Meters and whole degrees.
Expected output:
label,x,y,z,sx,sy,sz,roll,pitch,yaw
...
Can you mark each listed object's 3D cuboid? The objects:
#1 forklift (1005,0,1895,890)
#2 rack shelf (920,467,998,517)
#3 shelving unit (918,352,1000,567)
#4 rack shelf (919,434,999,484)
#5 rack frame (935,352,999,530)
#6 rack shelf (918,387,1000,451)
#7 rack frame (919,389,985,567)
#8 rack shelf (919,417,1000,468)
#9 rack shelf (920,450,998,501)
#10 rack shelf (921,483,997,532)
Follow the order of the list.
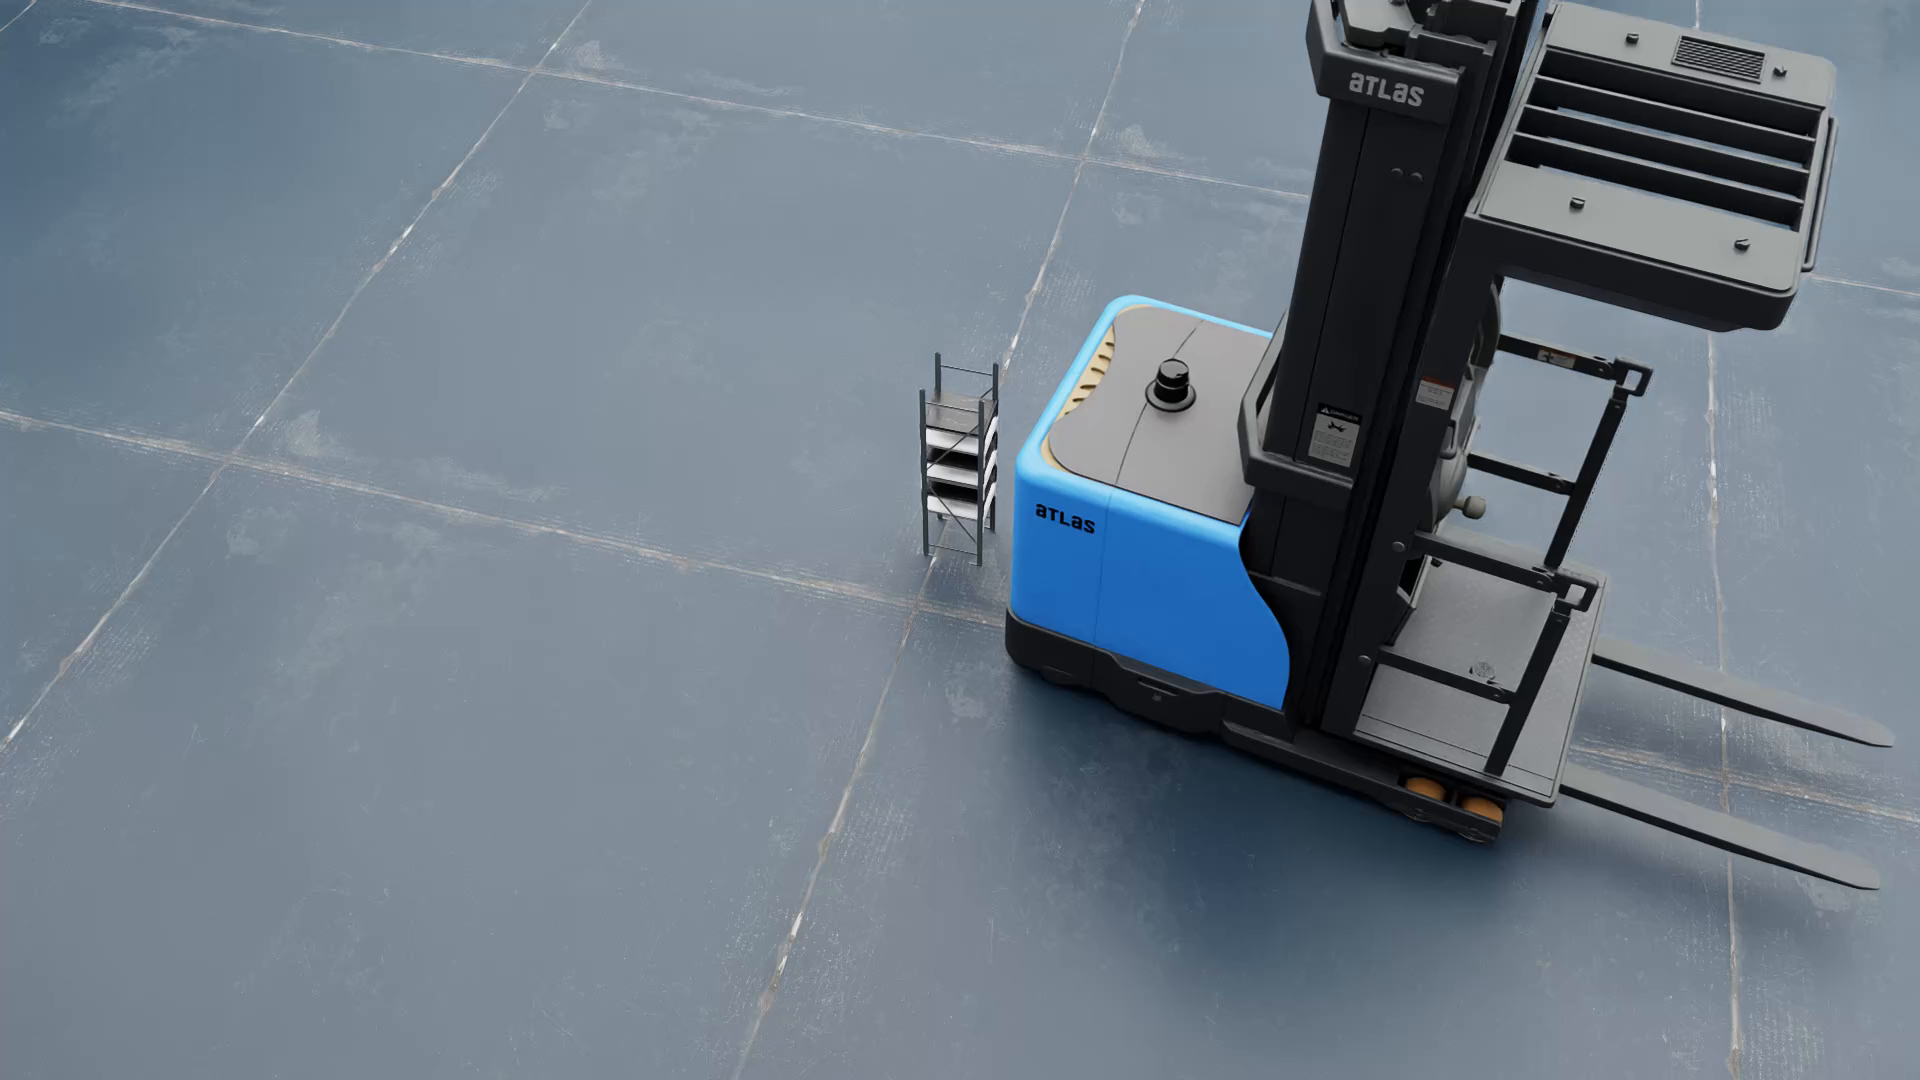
label,x,y,z,sx,sy,sz,roll,pitch,yaw
forklift,1.730,-0.386,5.055,3.031,2.935,1.130,19,51,16
rack shelf,-0.002,-0.210,6.419,0.258,0.077,0.200,12,50,10
shelving unit,-0.002,-0.292,6.326,0.258,0.900,0.210,12,50,10
rack shelf,-0.002,-0.329,6.284,0.258,0.077,0.200,12,50,10
rack frame,0.025,-0.365,6.391,0.240,0.900,0.006,12,50,10
rack shelf,-0.002,-0.449,6.149,0.258,0.077,0.200,12,50,10
rack frame,-0.029,-0.218,6.261,0.240,0.900,0.006,12,50,10
rack shelf,-0.002,-0.389,6.216,0.258,0.077,0.200,12,50,10
rack shelf,-0.002,-0.270,6.351,0.258,0.077,0.200,12,50,10
rack shelf,-0.002,-0.151,6.486,0.258,0.077,0.200,12,50,10
